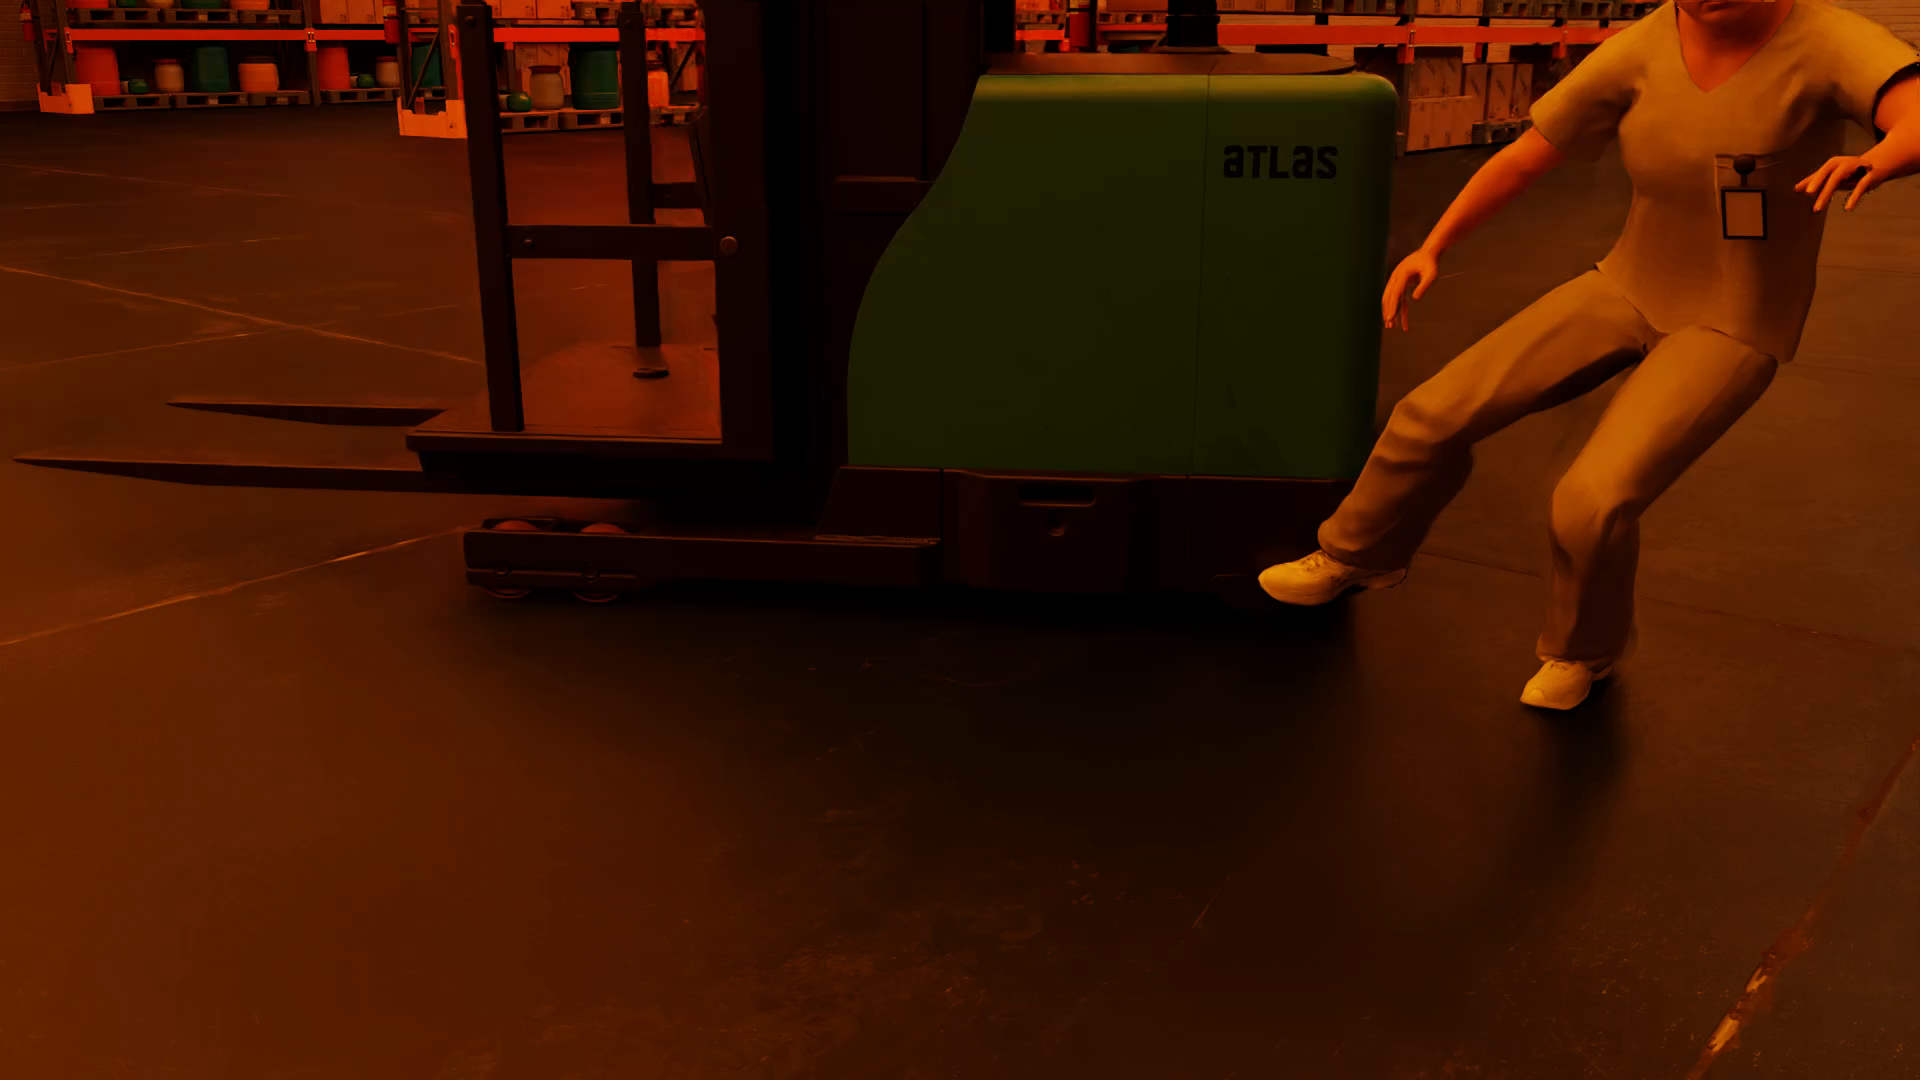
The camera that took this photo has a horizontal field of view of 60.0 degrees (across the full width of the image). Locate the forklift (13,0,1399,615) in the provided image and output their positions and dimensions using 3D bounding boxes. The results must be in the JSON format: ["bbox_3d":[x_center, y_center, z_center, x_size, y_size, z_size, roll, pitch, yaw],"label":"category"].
[{"bbox_3d":[-0.616,-1.419,3.570,3.031,2.935,1.130,2,17,6],"label":"forklift"}]

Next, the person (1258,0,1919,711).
[{"bbox_3d":[0.979,-0.353,2.736,1.123,1.405,0.824,16,23,42],"label":"person"}]
